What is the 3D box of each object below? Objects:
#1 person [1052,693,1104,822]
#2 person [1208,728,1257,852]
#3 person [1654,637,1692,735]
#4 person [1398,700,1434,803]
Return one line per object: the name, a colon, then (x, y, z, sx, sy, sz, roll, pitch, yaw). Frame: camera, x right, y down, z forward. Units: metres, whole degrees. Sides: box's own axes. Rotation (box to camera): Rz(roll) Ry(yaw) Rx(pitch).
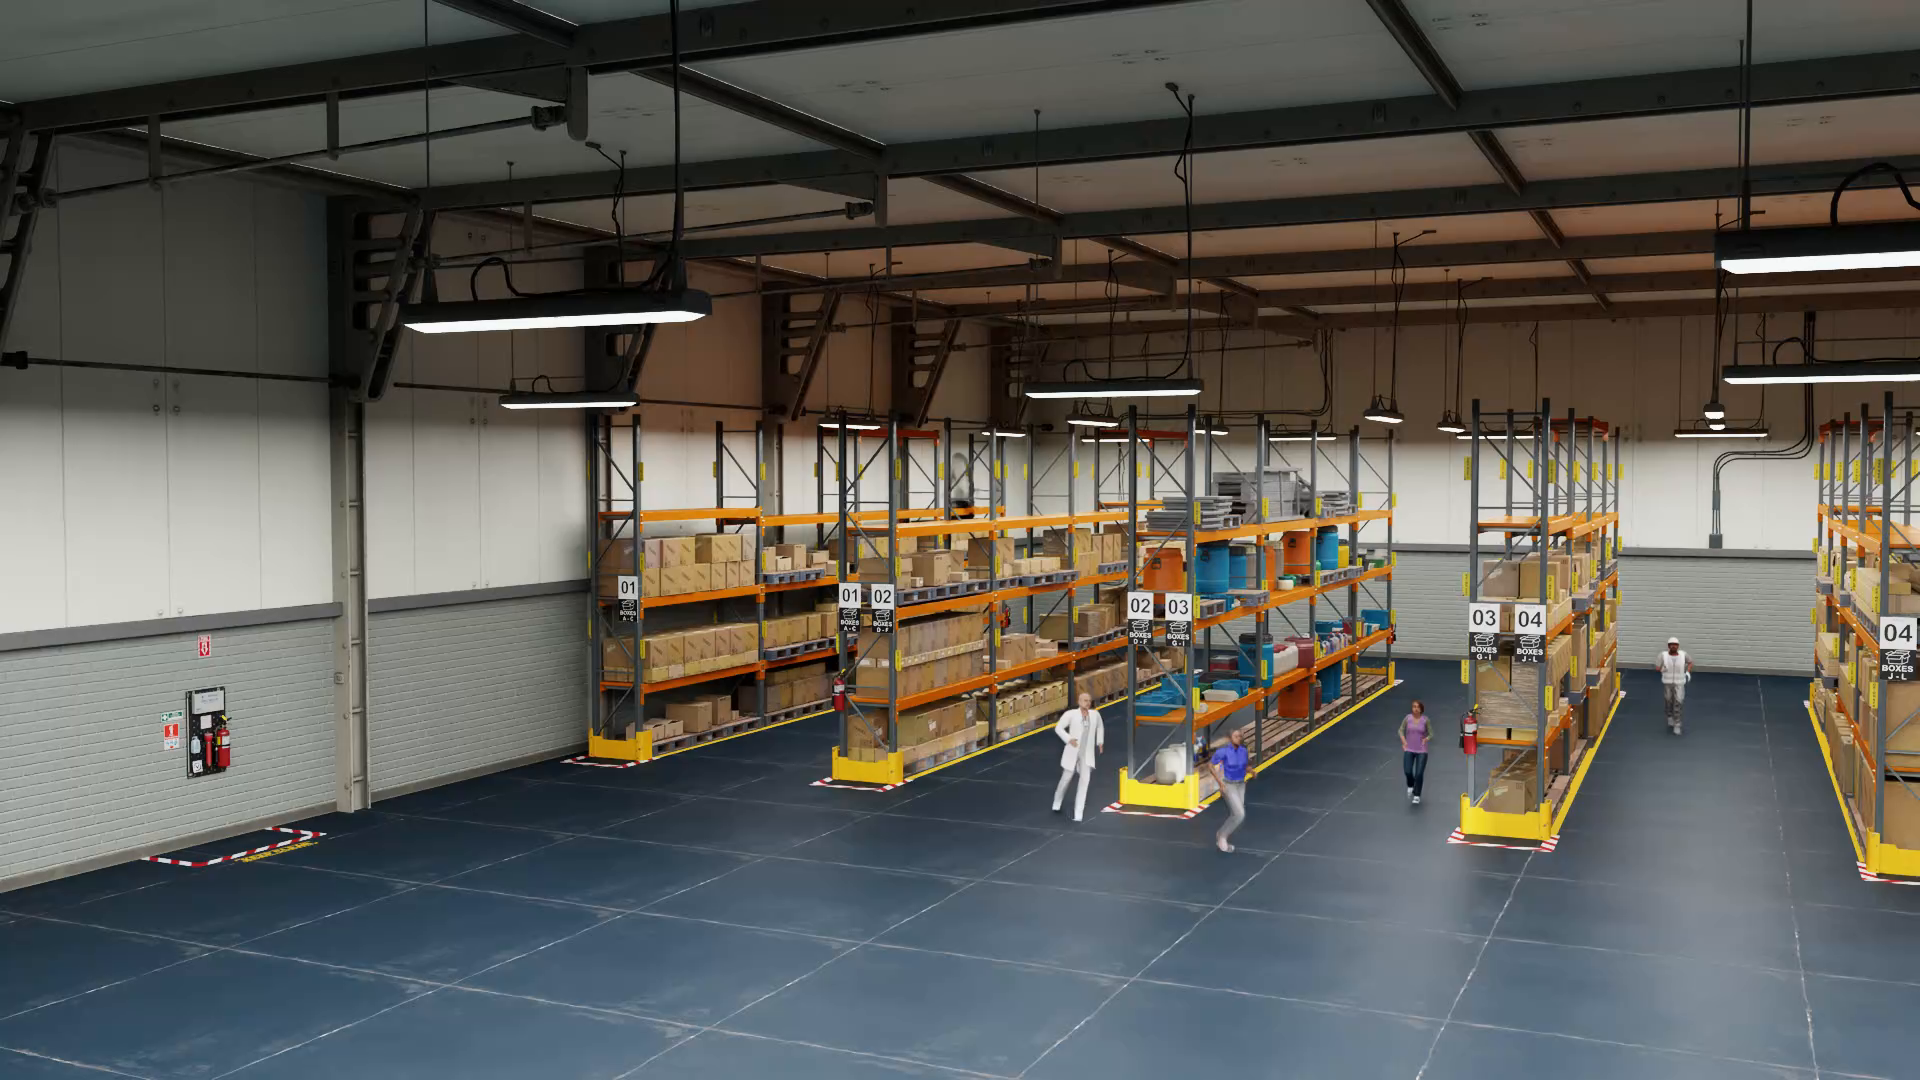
person: (1.761, 3.127, 24.202, 0.763, 1.796, 0.943, 0, 2, -8)
person: (3.624, 3.291, 21.828, 0.555, 1.618, 0.624, -2, 3, -33)
person: (13.725, 2.780, 32.014, 0.672, 1.820, 0.928, 1, 3, 23)
person: (6.846, 3.198, 25.003, 0.531, 1.536, 0.540, 1, 2, 19)
